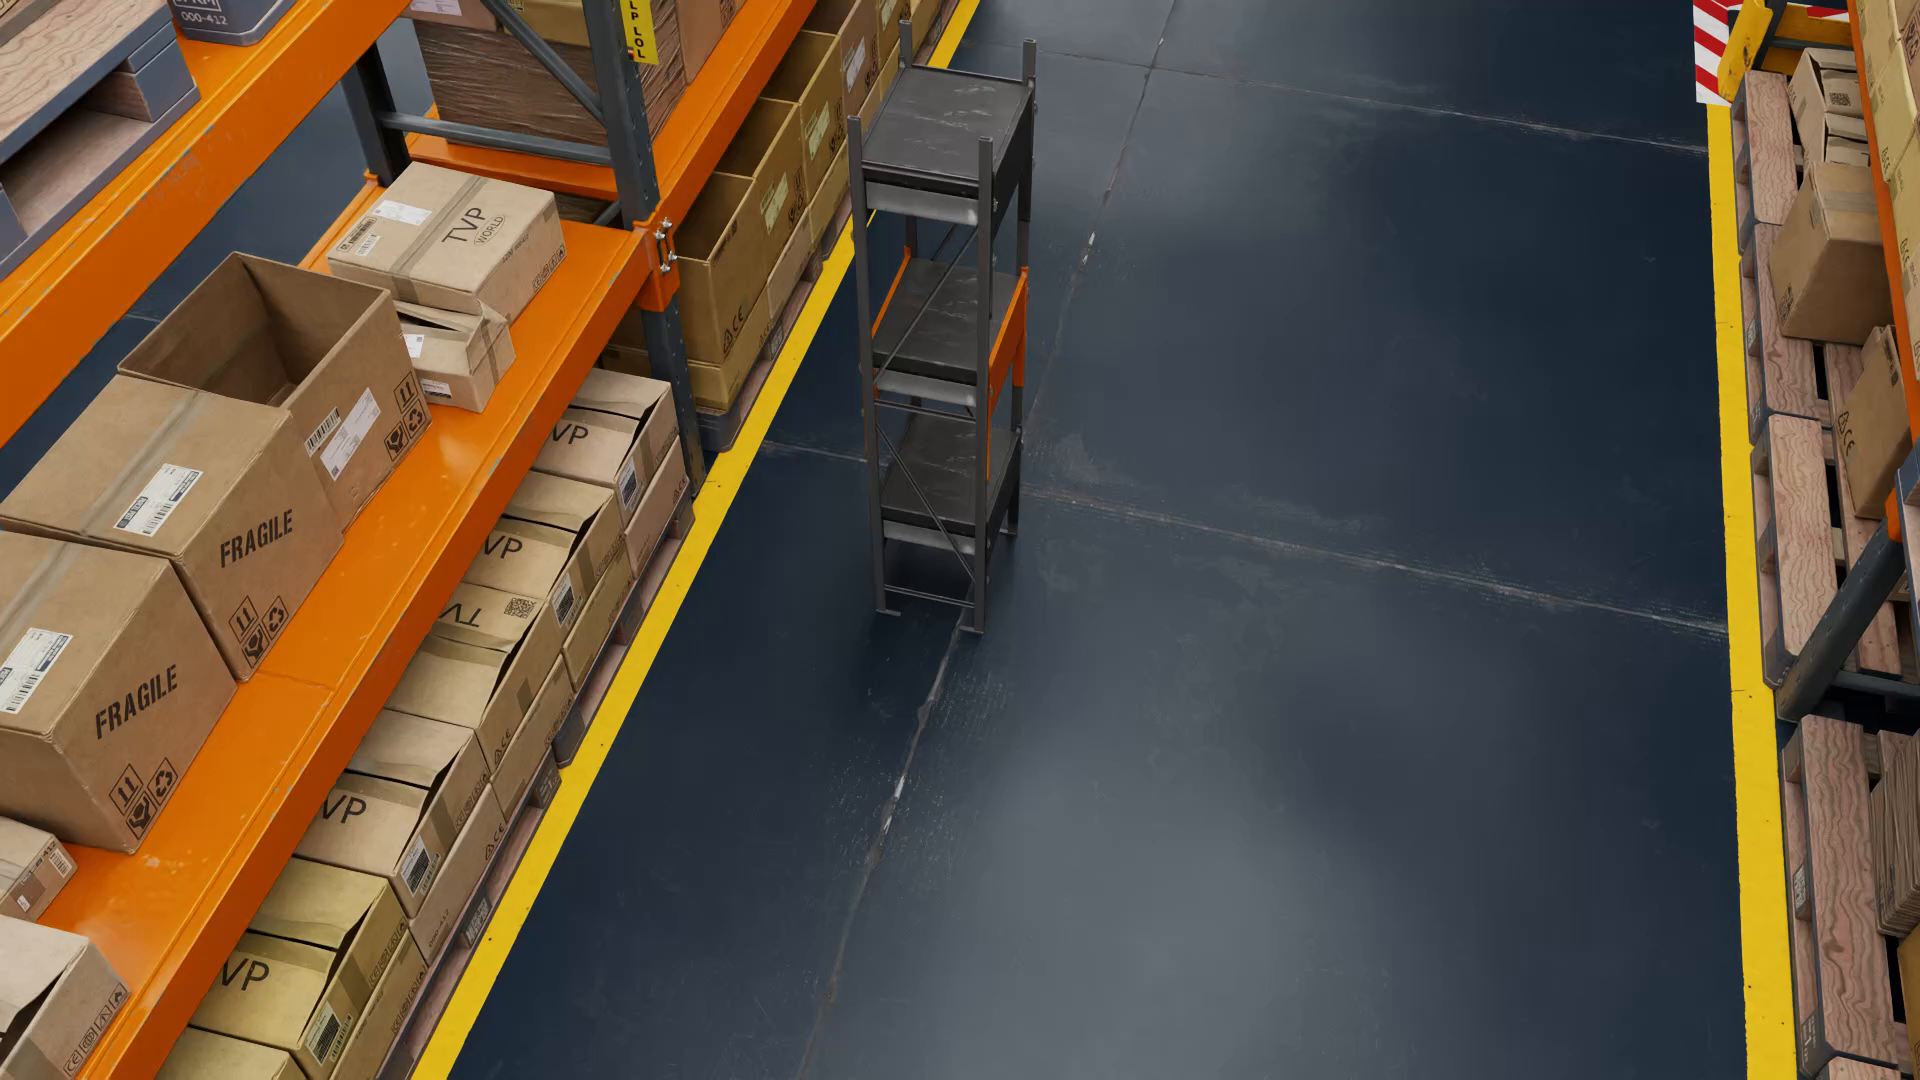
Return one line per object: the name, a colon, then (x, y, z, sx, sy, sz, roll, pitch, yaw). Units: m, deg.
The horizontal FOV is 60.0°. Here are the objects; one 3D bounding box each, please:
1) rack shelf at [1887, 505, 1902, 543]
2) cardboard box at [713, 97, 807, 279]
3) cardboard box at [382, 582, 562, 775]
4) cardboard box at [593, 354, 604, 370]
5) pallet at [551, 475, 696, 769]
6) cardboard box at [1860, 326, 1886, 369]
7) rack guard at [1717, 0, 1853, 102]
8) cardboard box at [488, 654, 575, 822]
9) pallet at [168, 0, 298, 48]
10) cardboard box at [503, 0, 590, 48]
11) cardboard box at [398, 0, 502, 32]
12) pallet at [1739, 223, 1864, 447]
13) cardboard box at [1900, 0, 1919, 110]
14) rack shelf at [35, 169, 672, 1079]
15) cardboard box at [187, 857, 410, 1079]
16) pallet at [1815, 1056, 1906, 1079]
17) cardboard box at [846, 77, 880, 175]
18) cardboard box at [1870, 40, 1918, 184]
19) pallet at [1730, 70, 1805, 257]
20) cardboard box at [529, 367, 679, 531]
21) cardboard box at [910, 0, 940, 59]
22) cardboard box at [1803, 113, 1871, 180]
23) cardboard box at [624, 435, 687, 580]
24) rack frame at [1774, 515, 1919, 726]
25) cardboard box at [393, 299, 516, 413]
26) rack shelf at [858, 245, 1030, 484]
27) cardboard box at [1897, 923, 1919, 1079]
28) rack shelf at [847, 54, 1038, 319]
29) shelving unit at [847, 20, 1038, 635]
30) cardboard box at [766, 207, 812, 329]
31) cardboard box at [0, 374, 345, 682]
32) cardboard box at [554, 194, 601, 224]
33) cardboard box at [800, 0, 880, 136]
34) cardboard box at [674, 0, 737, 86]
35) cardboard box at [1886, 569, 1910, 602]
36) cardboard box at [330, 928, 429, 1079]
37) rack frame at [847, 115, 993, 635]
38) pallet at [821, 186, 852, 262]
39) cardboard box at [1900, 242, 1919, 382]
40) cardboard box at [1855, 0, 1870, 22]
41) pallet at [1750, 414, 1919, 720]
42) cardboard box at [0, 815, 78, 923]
rack shelf: (2.771, 1.366, 3.524, 1.077, 0.370, 4.000, 12, 50, 10)
cardboard box: (-0.934, -1.408, 6.545, 0.500, 0.500, 0.500, 12, 50, 10)
cardboard box: (-1.577, 0.379, 5.094, 0.500, 0.311, 0.500, 11, 50, 10)
cardboard box: (-1.571, -0.901, 6.599, 0.500, 0.250, 0.500, 12, 50, 10)
pallet: (-1.639, 0.170, 5.959, 1.003, 0.211, 1.213, 12, 50, 10)
cardboard box: (3.738, -0.674, 6.452, 0.380, 0.149, 0.250, 8, 49, 7)
rack guard: (4.331, -2.330, 7.973, 1.175, 0.500, 0.348, 12, 50, 10)
cardboard box: (-1.581, 0.570, 5.300, 0.500, 0.250, 0.500, 13, 50, 11)
pallet: (-1.702, -1.582, 3.773, 0.805, 0.209, 1.217, 10, 49, 9)
cardboard box: (-1.225, -1.697, 5.248, 0.380, 0.149, 0.250, 11, 50, 10)
cardboard box: (-1.617, -1.780, 5.321, 0.380, 0.149, 0.250, 12, 50, 10)
pallet: (3.760, -0.774, 6.792, 1.003, 0.211, 1.213, 12, 50, 10)
cardboard box: (3.393, -1.651, 5.293, 0.500, 0.500, 0.500, 10, 49, 9)
rack shelf: (-2.009, 0.391, 4.384, 1.077, 0.370, 4.000, 12, 50, 10)
cardboard box: (-1.847, 1.114, 4.446, 0.500, 0.311, 0.500, 10, 49, 9)
pallet: (2.775, 2.053, 4.297, 1.003, 0.211, 1.213, 12, 50, 10)
cardboard box: (-0.669, -1.882, 7.464, 0.500, 0.250, 0.500, 12, 50, 10)
cardboard box: (3.387, -1.404, 5.575, 0.500, 0.250, 0.500, 11, 50, 10)
pallet: (4.083, -1.654, 7.569, 1.003, 0.211, 1.213, 12, 50, 10)
cardboard box: (-1.312, -0.359, 5.746, 0.500, 0.311, 0.500, 12, 50, 10)
cardboard box: (-0.406, -2.606, 8.103, 0.500, 0.250, 0.500, 12, 50, 10)
cardboard box: (3.932, -1.573, 7.137, 0.500, 0.311, 0.500, 15, 50, 13)
cardboard box: (-1.312, -0.165, 5.949, 0.500, 0.250, 0.500, 11, 50, 10)
rack frame: (3.298, -0.319, 4.531, 1.000, 3.000, 0.127, 12, 50, 10)
cardboard box: (-1.537, -0.577, 4.848, 0.396, 0.266, 0.258, 10, 49, 9)
rack shelf: (-0.044, -0.566, 5.367, 0.431, 0.518, 0.480, 12, 50, 10)
cardboard box: (3.032, 1.282, 4.491, 0.700, 0.500, 0.500, 11, 49, 9)
rack shelf: (-0.044, -1.029, 4.842, 0.431, 0.518, 0.480, 12, 50, 10)
shelving unit: (-0.044, -0.575, 5.357, 0.431, 2.100, 0.503, 12, 50, 10)
cardboard box: (-0.931, -1.159, 6.826, 0.500, 0.250, 0.500, 12, 50, 10)
cardboard box: (-1.971, -0.031, 4.210, 0.500, 0.500, 0.500, 12, 50, 10)
cardboard box: (-1.428, -1.509, 6.635, 0.500, 0.500, 0.500, 12, 50, 10)
cardboard box: (-0.665, -2.130, 7.183, 0.500, 0.500, 0.500, 12, 50, 10)
cardboard box: (-1.239, -2.032, 5.976, 0.700, 0.500, 0.500, 11, 50, 10)
cardboard box: (3.410, 0.080, 5.775, 0.380, 0.166, 0.250, 6, 49, 5)
cardboard box: (-1.851, 1.309, 4.648, 0.500, 0.250, 0.500, 10, 49, 9)
rack frame: (-0.108, -0.399, 5.201, 0.400, 2.100, 0.015, 12, 50, 10)
pallet: (-0.913, -1.823, 7.718, 1.003, 0.211, 1.213, 12, 50, 10)
cardboard box: (3.130, -0.678, 4.934, 0.500, 0.250, 0.500, 12, 50, 10)
cardboard box: (3.653, -2.133, 6.218, 0.500, 0.250, 0.500, 11, 49, 9)
pallet: (3.440, 0.111, 6.011, 1.003, 0.211, 1.213, 12, 50, 10)
cardboard box: (-2.254, 0.749, 3.756, 0.380, 0.149, 0.250, 15, 50, 13)
